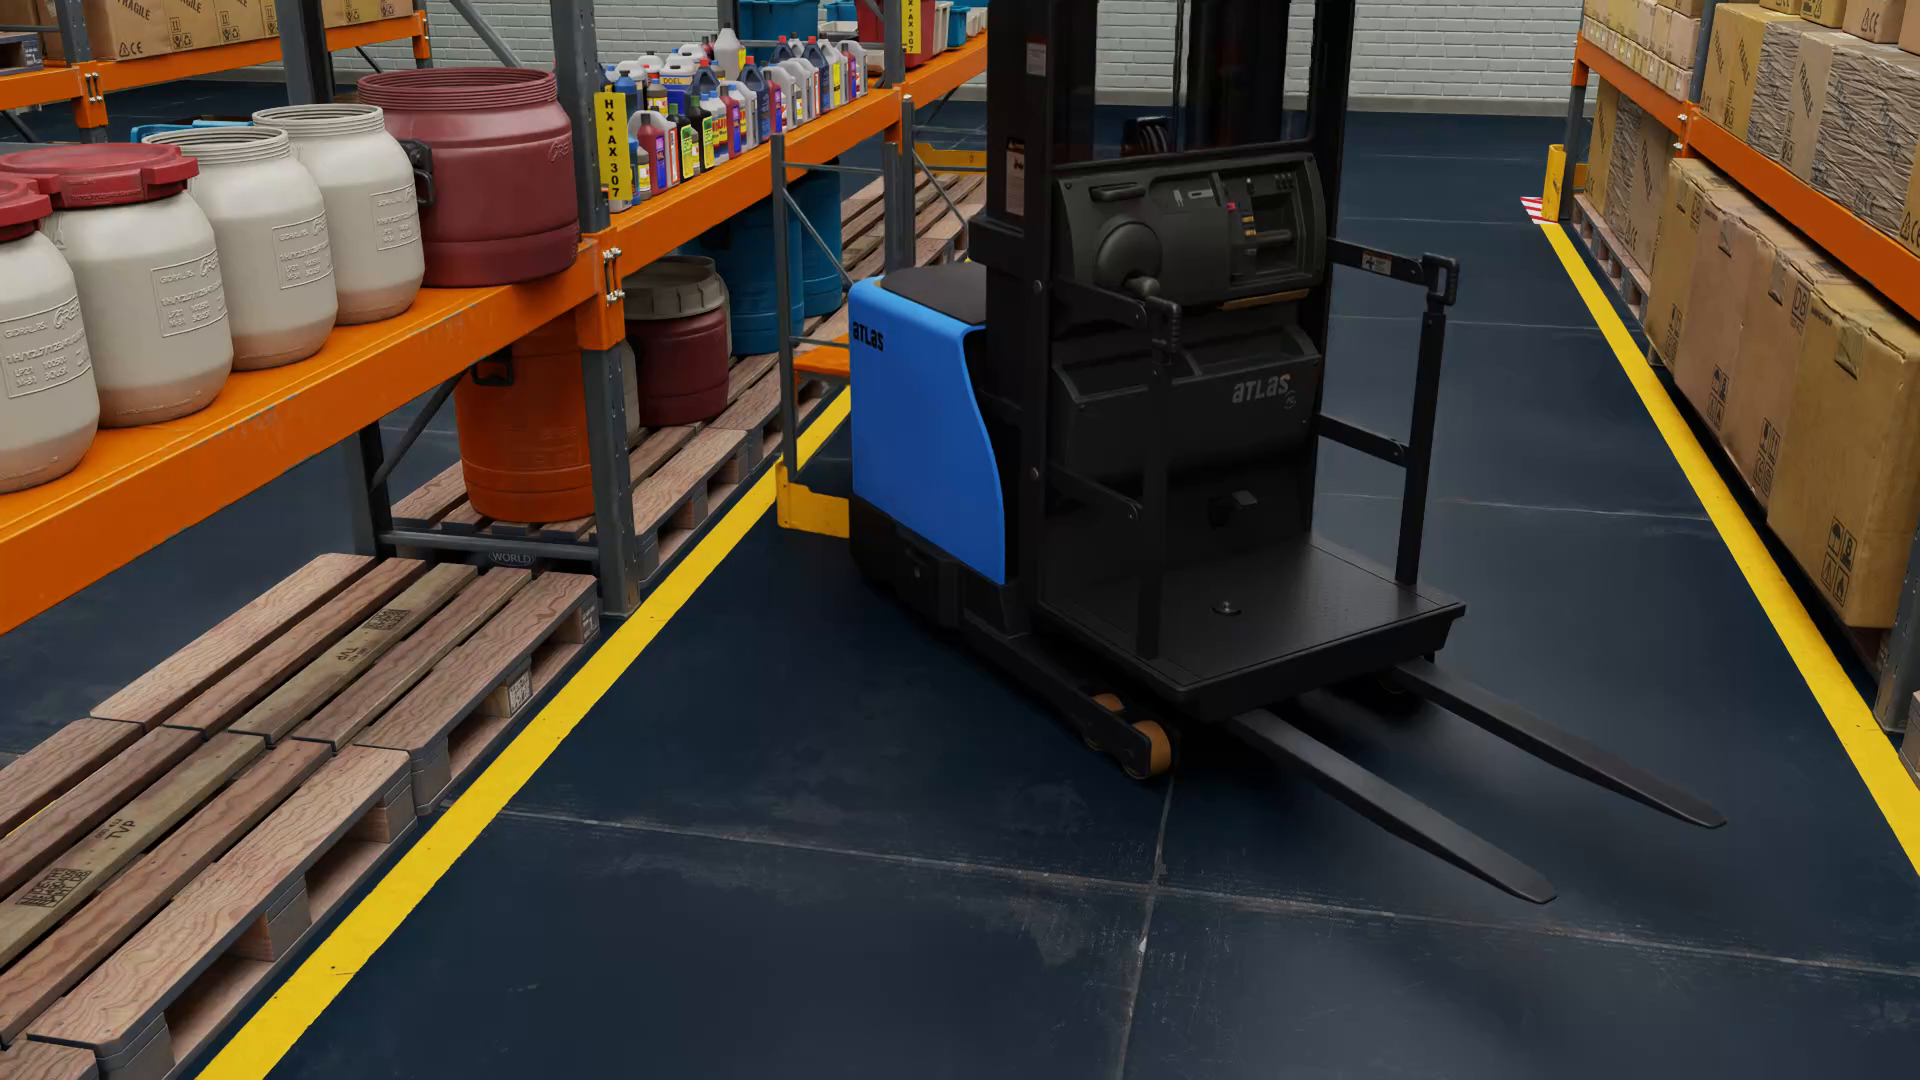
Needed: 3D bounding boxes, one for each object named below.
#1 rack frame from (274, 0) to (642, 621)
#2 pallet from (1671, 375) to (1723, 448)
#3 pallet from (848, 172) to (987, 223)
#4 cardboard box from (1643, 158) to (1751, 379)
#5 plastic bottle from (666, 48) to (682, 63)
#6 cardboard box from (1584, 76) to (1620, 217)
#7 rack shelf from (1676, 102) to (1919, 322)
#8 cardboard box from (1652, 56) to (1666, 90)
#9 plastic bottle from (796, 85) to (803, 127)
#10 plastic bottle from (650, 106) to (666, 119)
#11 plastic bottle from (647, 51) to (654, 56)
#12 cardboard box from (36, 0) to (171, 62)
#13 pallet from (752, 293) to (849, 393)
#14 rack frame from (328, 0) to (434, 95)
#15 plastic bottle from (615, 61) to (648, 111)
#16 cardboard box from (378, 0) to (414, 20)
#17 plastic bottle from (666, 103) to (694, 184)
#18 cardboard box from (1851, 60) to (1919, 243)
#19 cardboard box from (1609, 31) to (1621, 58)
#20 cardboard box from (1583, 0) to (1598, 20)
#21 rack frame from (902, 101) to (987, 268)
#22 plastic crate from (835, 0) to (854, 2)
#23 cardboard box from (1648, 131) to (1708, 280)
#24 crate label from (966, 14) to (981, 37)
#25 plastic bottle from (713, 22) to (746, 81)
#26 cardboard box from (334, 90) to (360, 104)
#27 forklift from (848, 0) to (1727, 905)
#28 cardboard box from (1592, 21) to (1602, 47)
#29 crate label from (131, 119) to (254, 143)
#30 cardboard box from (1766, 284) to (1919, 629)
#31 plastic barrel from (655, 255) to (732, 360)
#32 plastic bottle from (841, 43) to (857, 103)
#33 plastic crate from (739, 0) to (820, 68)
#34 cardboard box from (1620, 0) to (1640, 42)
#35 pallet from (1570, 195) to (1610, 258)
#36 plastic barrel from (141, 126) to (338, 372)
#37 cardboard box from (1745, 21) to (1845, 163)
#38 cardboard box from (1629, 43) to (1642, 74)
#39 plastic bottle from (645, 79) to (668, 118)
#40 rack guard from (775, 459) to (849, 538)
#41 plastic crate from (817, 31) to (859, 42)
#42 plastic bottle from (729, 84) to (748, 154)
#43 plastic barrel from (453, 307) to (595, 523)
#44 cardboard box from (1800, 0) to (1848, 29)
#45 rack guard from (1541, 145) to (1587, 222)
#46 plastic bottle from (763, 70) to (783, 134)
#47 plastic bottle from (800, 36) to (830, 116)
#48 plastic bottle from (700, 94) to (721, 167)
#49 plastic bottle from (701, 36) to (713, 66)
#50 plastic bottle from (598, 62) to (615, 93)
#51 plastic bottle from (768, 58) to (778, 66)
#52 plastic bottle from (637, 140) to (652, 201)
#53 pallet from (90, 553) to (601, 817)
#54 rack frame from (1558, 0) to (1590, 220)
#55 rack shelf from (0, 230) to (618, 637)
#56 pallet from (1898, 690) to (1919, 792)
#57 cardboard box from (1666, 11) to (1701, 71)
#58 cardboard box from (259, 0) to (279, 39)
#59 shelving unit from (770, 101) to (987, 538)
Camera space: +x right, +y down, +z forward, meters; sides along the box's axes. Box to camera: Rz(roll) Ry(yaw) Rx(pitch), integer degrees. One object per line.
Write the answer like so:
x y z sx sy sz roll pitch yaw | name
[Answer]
-1.610 -1.178 5.263 1.000 3.000 0.127 4 22 11 | rack frame
3.971 -0.682 7.763 1.003 0.211 1.213 4 22 11 | pallet
-0.184 -2.511 12.307 1.003 0.211 1.213 4 22 11 | pallet
3.944 -1.237 7.691 1.225 0.875 0.875 5 22 11 | cardboard box
-1.387 -2.267 8.138 0.097 0.271 0.097 0 22 0 | plastic bottle
4.819 -2.695 11.312 0.875 0.875 0.875 4 22 11 | cardboard box
3.647 -1.198 6.276 1.077 0.370 4.000 4 22 11 | rack shelf
3.901 -2.471 8.810 0.380 0.149 0.250 4 22 10 | cardboard box
-0.760 -1.968 7.491 0.097 0.201 0.097 0 22 0 | plastic bottle
-1.120 -1.466 6.150 0.097 0.271 0.097 0 22 0 | plastic bottle
-1.468 -2.160 7.858 0.061 0.283 0.133 4 22 11 | plastic bottle
-5.272 -3.232 10.229 0.500 0.500 0.500 5 22 12 | cardboard box
-0.992 -1.068 8.723 1.003 0.211 1.213 4 22 11 | pallet
-4.826 -4.482 13.468 1.000 3.000 0.127 4 22 11 | rack frame
-1.498 -2.019 7.519 0.152 0.276 0.135 4 22 11 | plastic bottle
-4.651 -4.344 12.991 0.500 0.500 0.500 5 23 13 | cardboard box
-1.039 -1.472 6.149 0.061 0.283 0.133 4 22 11 | plastic bottle
3.204 -1.228 5.253 0.500 0.500 0.500 4 22 10 | cardboard box
4.215 -3.034 10.209 0.380 0.149 0.250 4 22 10 | cardboard box
4.509 -3.639 11.178 0.500 0.250 0.500 4 22 9 | cardboard box
-0.006 -1.057 6.970 0.500 1.500 0.032 10 24 24 | rack frame
-0.619 -3.507 11.190 0.416 0.233 0.300 4 22 11 | plastic crate
4.268 -1.708 8.860 0.875 0.875 0.875 4 22 11 | cardboard box
-0.073 -3.488 11.273 0.396 0.136 0.243 4 22 11 | crate label
-1.192 -2.499 8.609 0.144 0.351 0.185 4 22 11 | plastic bottle
-4.696 -3.309 13.313 0.500 0.500 0.500 4 22 11 | cardboard box
0.798 -0.884 4.626 1.130 2.935 3.031 -13 25 -29 | forklift
4.372 -3.317 10.911 0.380 0.149 0.250 4 22 10 | cardboard box
-2.078 -0.851 4.405 0.502 0.435 0.616 4 22 11 | crate label
3.400 -0.260 5.266 1.225 0.875 0.875 3 22 8 | cardboard box
-1.269 -1.025 7.652 0.421 0.512 0.421 0 22 0 | plastic barrel
-0.561 -2.330 8.279 0.061 0.283 0.133 4 22 11 | plastic bottle
-1.033 -2.858 9.375 0.392 0.384 0.575 4 22 11 | plastic crate
4.202 -3.074 9.774 0.500 0.250 0.500 4 22 10 | cardboard box
4.784 -2.134 11.370 1.003 0.211 1.213 4 22 11 | pallet
-1.697 -0.683 3.885 0.421 0.512 0.421 0 22 0 | plastic barrel
3.512 -1.793 6.657 0.500 0.500 0.500 4 22 10 | cardboard box
4.058 -2.753 9.510 0.380 0.149 0.250 4 22 10 | cardboard box
-1.372 -1.982 7.526 0.097 0.201 0.097 0 22 0 | plastic bottle
-0.437 -0.141 6.369 0.587 0.250 0.087 10 24 24 | rack guard
-0.829 -2.971 10.002 0.437 0.125 0.590 4 22 11 | plastic crate
-0.919 -1.714 6.767 0.097 0.271 0.097 0 22 0 | plastic bottle
-1.527 -0.546 6.037 0.600 0.830 0.708 4 22 11 | plastic barrel
3.781 -2.290 6.549 0.797 0.503 0.637 5 22 12 | cardboard box
4.876 -2.575 12.079 1.175 0.500 0.348 4 22 11 | rack guard
-0.813 -1.878 7.156 0.061 0.283 0.133 4 22 11 | plastic bottle
-0.699 -2.189 7.840 0.144 0.351 0.185 4 22 11 | plastic bottle
-0.986 -1.594 6.469 0.097 0.271 0.097 0 22 0 | plastic bottle
-1.314 -2.436 8.543 0.061 0.283 0.133 4 22 11 | plastic bottle
-1.574 -1.925 7.183 0.144 0.351 0.185 4 22 11 | plastic bottle
-0.861 -2.097 7.717 0.097 0.271 0.097 0 22 0 | plastic bottle
-1.135 -1.295 5.820 0.097 0.201 0.097 0 22 0 | plastic bottle
-1.806 0.396 5.087 1.003 0.211 1.213 4 22 11 | pallet
4.871 -3.726 11.590 1.000 3.000 0.127 4 22 11 | rack frame
-2.018 -0.113 3.581 1.077 0.370 4.000 4 22 11 | rack shelf
3.078 0.779 4.137 1.003 0.211 1.213 4 22 11 | pallet
3.888 -2.513 8.381 0.500 0.250 0.500 4 22 10 | cardboard box
-4.964 -3.788 11.610 0.500 0.500 0.500 4 22 10 | cardboard box
-0.222 -0.889 6.552 0.587 1.500 1.083 10 24 24 | shelving unit
